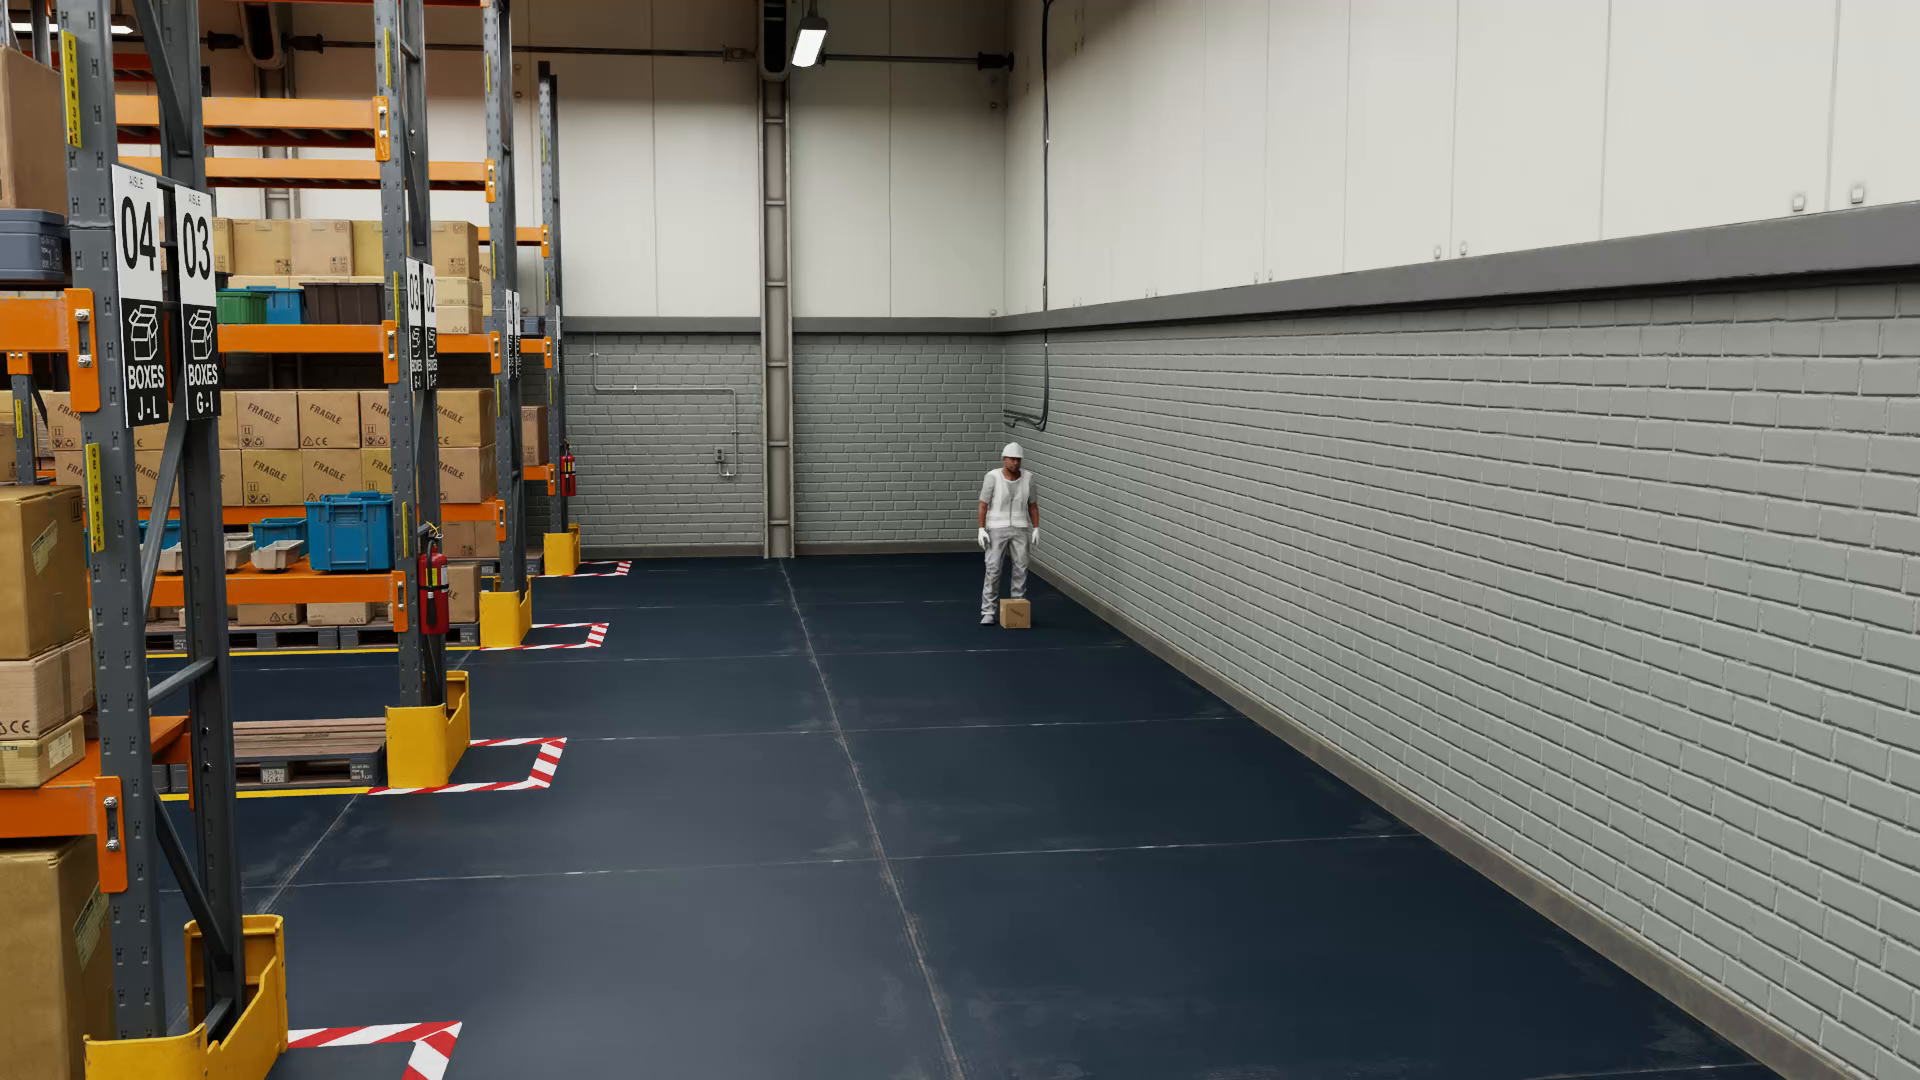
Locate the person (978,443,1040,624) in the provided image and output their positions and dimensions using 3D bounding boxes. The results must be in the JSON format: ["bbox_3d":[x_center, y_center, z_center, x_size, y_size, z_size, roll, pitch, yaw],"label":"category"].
[{"bbox_3d":[0.481,-0.068,16.268,0.628,1.774,0.449,-1,7,-12],"label":"person"}]
